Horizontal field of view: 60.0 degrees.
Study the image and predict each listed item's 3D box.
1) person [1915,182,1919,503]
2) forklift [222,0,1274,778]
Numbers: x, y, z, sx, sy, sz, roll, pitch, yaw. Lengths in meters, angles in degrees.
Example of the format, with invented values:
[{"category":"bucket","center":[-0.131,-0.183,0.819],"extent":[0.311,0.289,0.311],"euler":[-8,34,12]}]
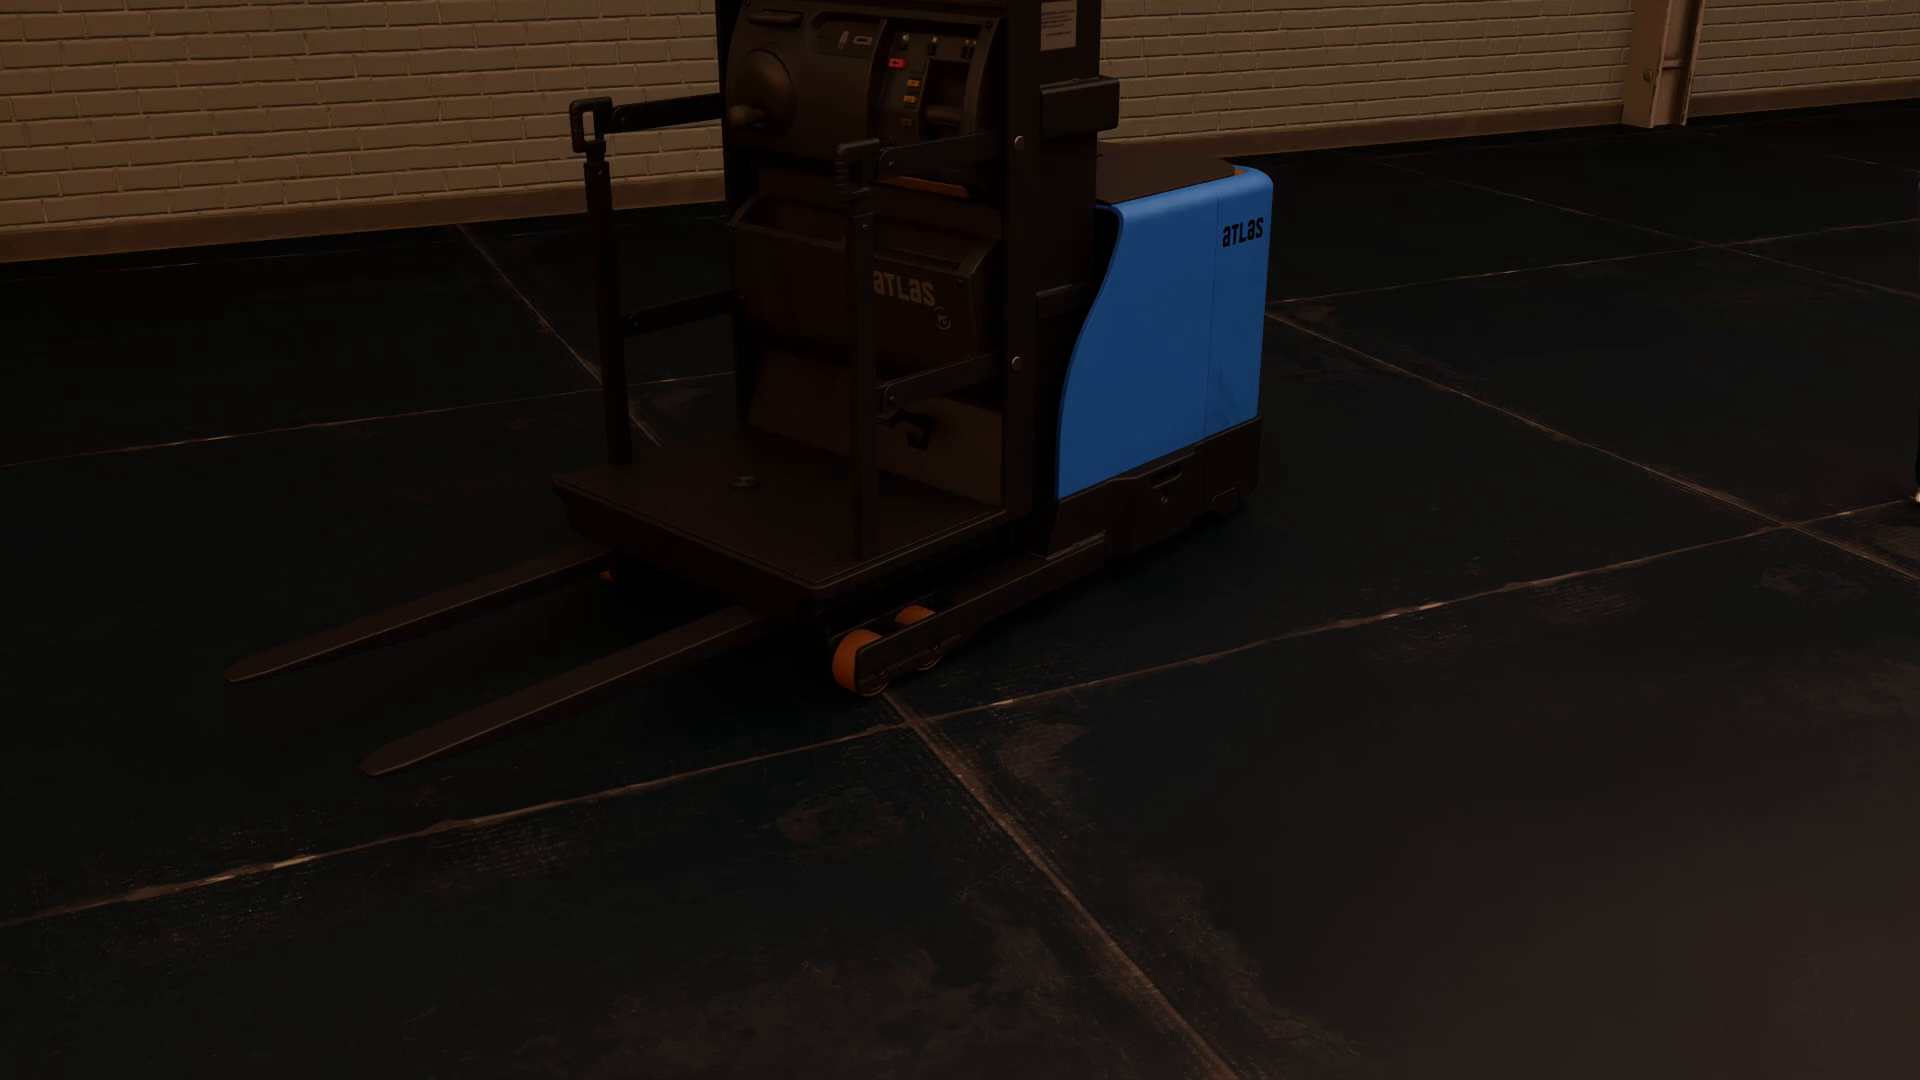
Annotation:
[{"category":"person","center":[3.196,-0.853,5.067],"extent":[0.474,1.594,0.519],"euler":[-12,25,-26]},{"category":"forklift","center":[-0.413,-1.182,4.131],"extent":[1.130,2.935,3.031],"euler":[19,29,39]}]
